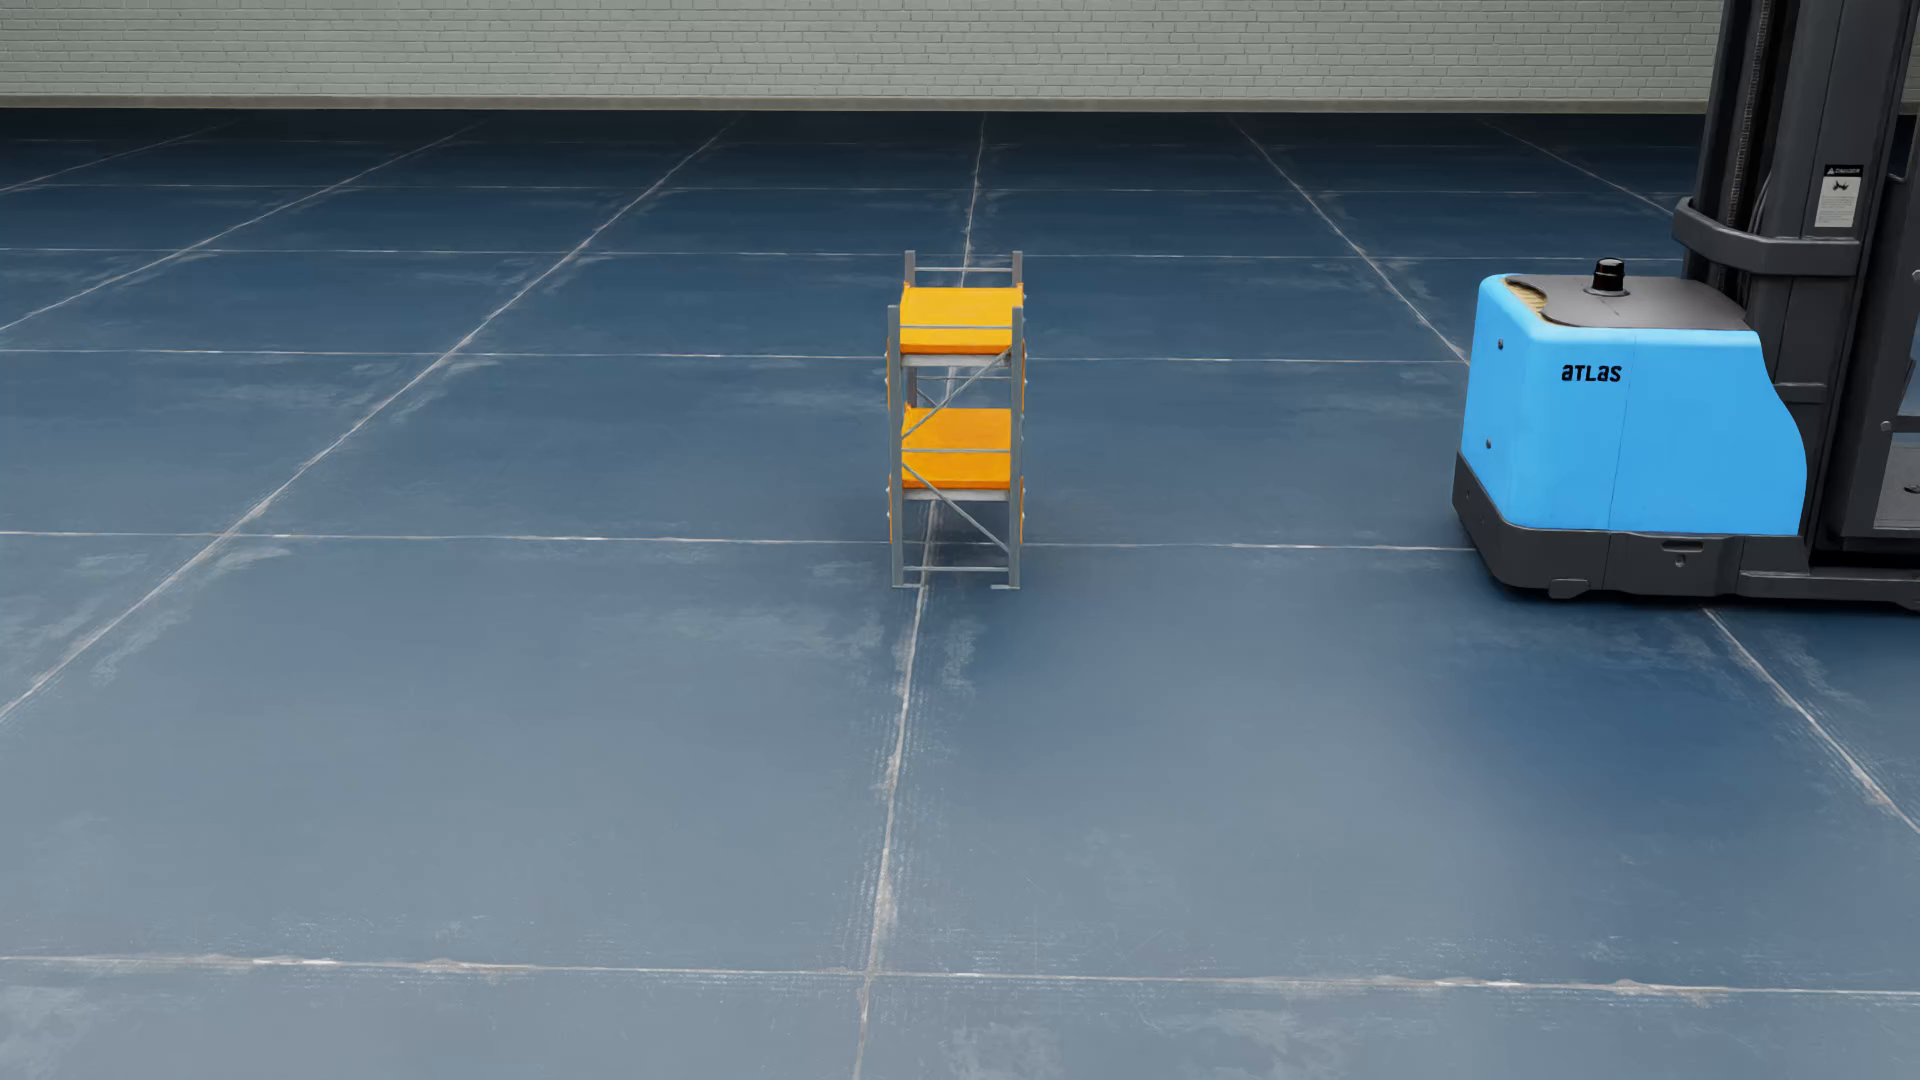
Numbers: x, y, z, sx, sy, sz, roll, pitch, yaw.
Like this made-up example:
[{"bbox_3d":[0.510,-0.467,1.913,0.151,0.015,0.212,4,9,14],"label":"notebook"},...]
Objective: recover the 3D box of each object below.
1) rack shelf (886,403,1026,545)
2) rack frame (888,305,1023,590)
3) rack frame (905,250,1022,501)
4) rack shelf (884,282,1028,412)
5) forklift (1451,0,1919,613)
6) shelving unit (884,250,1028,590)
[{"bbox_3d":[0.000,-0.294,6.908,0.538,0.278,1.000,1,21,2],"label":"rack shelf"},{"bbox_3d":[-0.016,-0.338,6.345,0.500,1.125,0.032,1,21,2],"label":"rack frame"},{"bbox_3d":[0.015,-0.706,7.293,0.500,1.125,0.032,1,21,2],"label":"rack frame"},{"bbox_3d":[0.000,-0.795,6.713,0.538,0.278,1.000,1,21,2],"label":"rack shelf"},{"bbox_3d":[3.620,-1.265,6.237,3.031,2.935,1.130,2,21,4],"label":"forklift"},{"bbox_3d":[0.000,-0.522,6.819,0.538,1.125,1.048,1,21,2],"label":"shelving unit"}]
